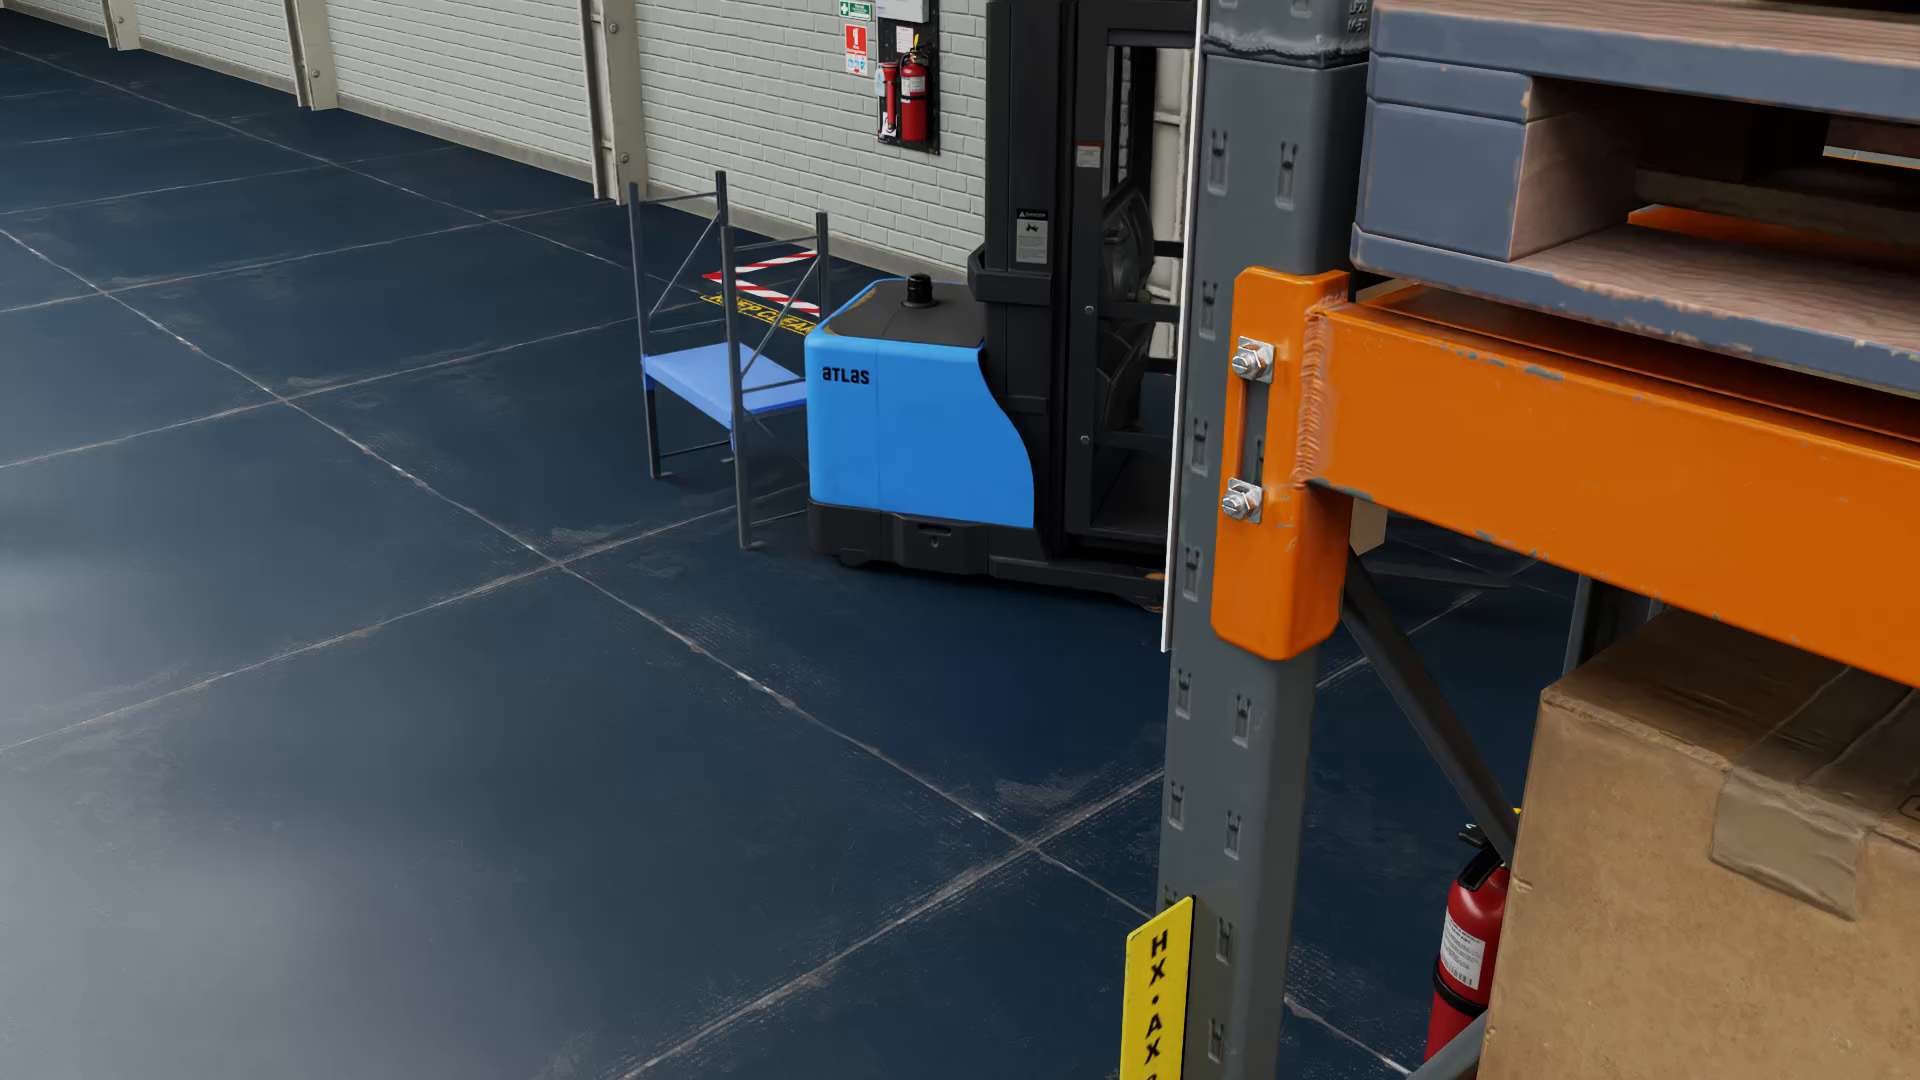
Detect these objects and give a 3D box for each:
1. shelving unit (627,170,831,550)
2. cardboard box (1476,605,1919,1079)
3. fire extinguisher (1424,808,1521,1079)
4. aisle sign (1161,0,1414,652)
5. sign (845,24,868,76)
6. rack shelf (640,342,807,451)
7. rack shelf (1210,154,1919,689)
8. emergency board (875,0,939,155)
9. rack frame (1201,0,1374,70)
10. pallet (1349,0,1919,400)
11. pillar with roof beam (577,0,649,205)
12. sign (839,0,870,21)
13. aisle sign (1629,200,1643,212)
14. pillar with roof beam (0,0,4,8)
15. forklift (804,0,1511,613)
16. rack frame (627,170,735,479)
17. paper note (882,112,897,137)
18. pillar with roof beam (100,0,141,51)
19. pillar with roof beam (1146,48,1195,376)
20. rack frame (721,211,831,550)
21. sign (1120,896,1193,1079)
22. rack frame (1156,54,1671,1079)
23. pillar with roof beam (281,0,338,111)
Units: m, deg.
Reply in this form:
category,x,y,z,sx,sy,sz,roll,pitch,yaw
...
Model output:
category,x,y,z,sx,sy,sz,roll,pitch,yaw
shelving unit,-1.075,-0.876,7.864,0.538,1.500,1.048,-15,29,-30
cardboard box,0.965,0.341,1.704,0.700,0.500,0.500,-21,32,-38
fire extinguisher,0.878,0.684,2.730,0.296,0.674,0.183,-21,32,-38
aisle sign,0.351,-0.300,1.661,0.394,0.787,0.004,-21,32,-38
sign,-0.722,-3.414,11.576,0.001,0.329,0.234,-21,32,-38
rack shelf,-1.075,-0.713,7.938,0.538,0.185,1.000,-15,29,-30
rack shelf,1.986,0.385,0.546,1.077,0.370,4.000,-21,32,-38
emergency board,-0.419,-3.201,11.152,0.194,1.169,0.643,-21,32,-38
rack frame,0.619,-1.913,1.102,1.000,3.000,0.127,-21,32,-38
pallet,1.084,-0.287,1.257,1.003,0.211,1.213,-21,32,-38
pillar with roof beam,-6.002,-5.767,9.550,9.100,9.000,0.400,-21,32,-38
sign,-0.725,-3.651,11.458,0.001,0.109,0.331,-21,32,-38
aisle sign,0.789,-0.470,2.034,0.394,0.787,0.004,-21,32,-38
pillar with roof beam,-18.305,-11.221,21.504,9.100,9.000,0.400,-21,32,-38
forklift,0.892,-1.249,6.956,3.031,2.935,1.130,7,25,15
rack frame,-1.353,-1.053,8.251,0.500,1.500,0.032,-15,29,-30
paper note,-0.490,-2.873,11.496,0.016,0.148,0.142,-21,32,-38
pillar with roof beam,-14.204,-9.403,17.519,9.100,9.000,0.400,-21,32,-38
pillar with roof beam,-1.901,-3.950,5.565,9.100,9.000,0.400,-21,32,-38
rack frame,-0.798,-0.699,7.476,0.500,1.500,0.032,-15,29,-30
sign,0.210,0.542,1.810,0.100,0.325,0.005,-21,32,-38
rack frame,0.619,0.816,2.347,1.000,3.000,0.127,-21,32,-38
pillar with roof beam,-10.103,-7.585,13.535,9.100,9.000,0.400,-21,32,-38
